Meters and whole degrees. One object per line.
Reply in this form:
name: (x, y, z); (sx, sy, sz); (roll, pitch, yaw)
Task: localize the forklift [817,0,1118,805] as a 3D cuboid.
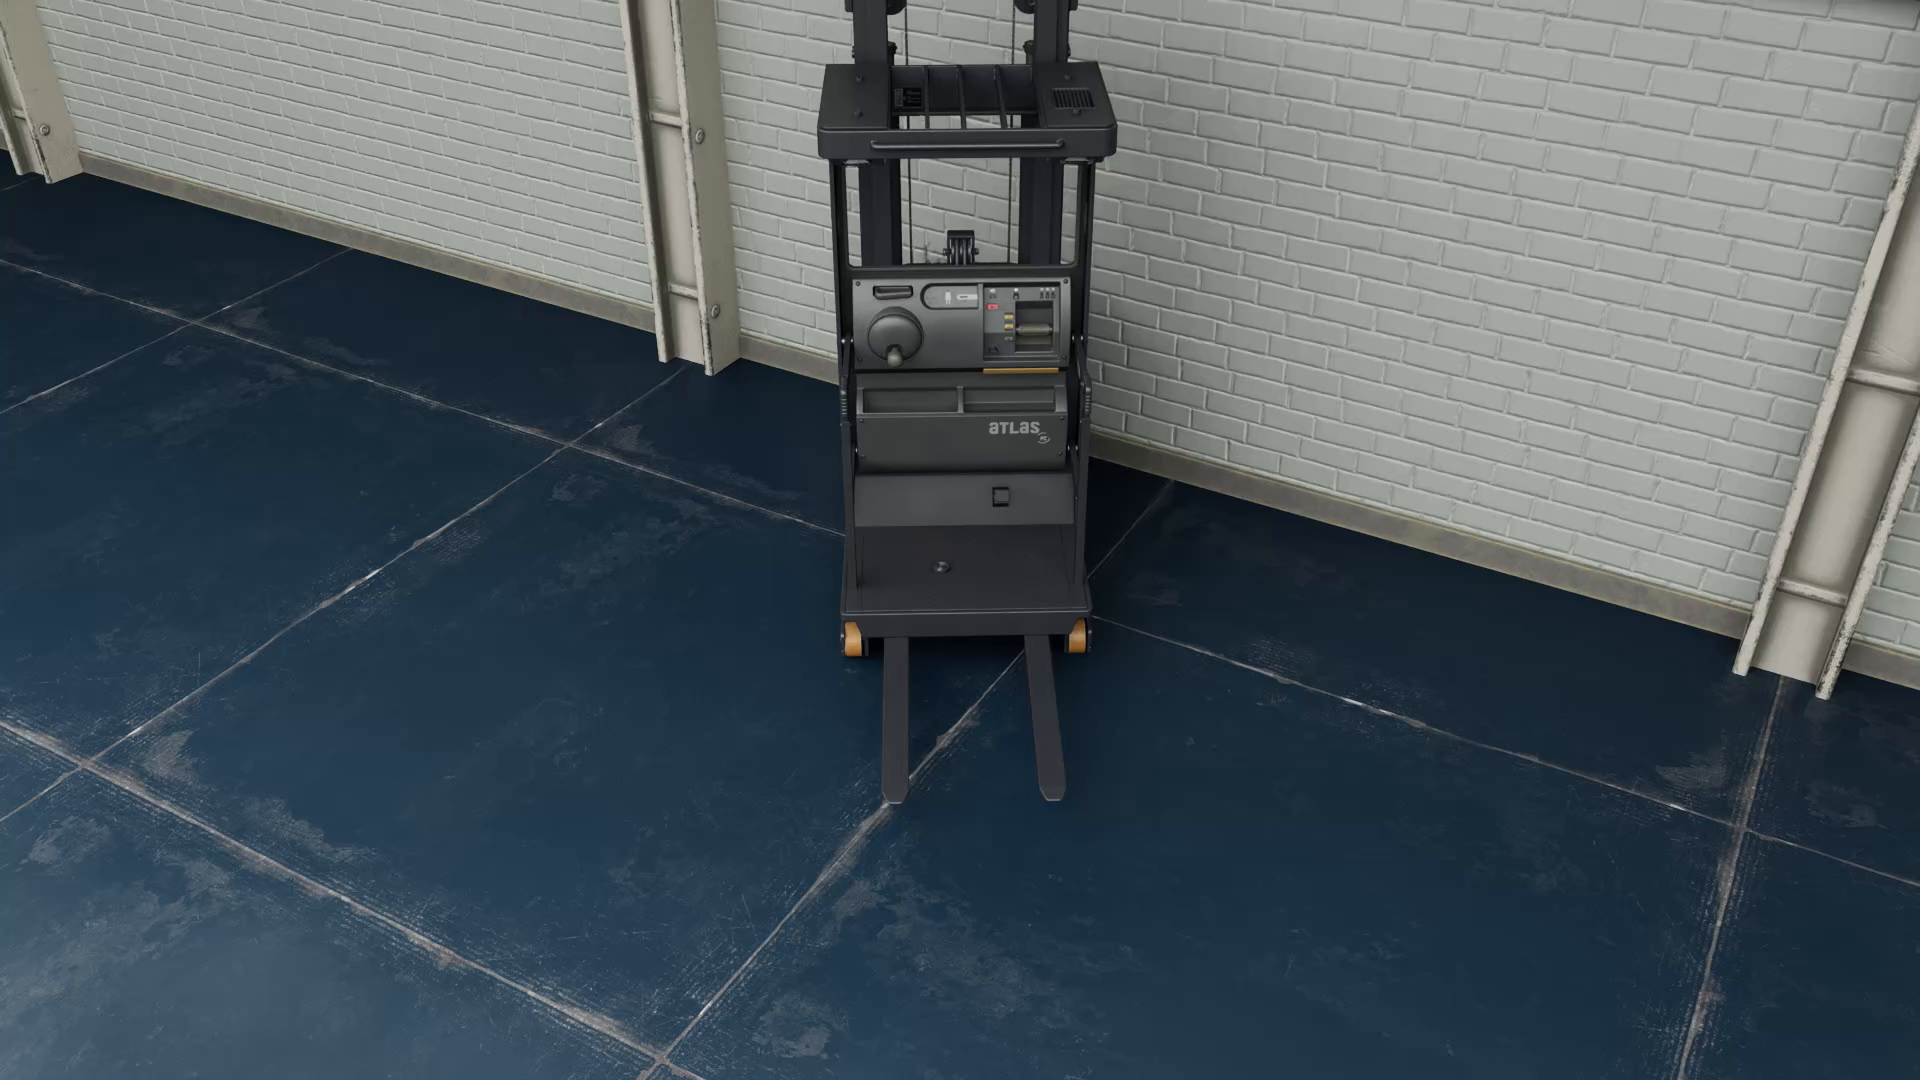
forklift: (0.017, -0.874, 6.918); (1.130, 2.935, 3.031); (-1, 34, -1)

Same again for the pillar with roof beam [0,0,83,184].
pillar with roof beam: (-8.884, -4.408, 6.750); (0.400, 9.000, 9.100); (18, 37, 24)

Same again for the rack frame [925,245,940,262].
rack frame: (-0.142, -1.052, 8.882); (0.008, 1.050, 0.200); (-13, 36, -18)

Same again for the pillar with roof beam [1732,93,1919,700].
pillar with roof beam: (1.535, -1.108, 1.794); (0.400, 9.000, 9.100); (18, 37, 24)

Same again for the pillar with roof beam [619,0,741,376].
pillar with roof beam: (-3.675, -2.758, 4.272); (0.400, 9.000, 9.100); (18, 37, 24)

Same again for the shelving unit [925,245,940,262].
shelving unit: (-0.255, -1.026, 8.844); (0.252, 1.050, 0.215); (-13, 36, -18)
